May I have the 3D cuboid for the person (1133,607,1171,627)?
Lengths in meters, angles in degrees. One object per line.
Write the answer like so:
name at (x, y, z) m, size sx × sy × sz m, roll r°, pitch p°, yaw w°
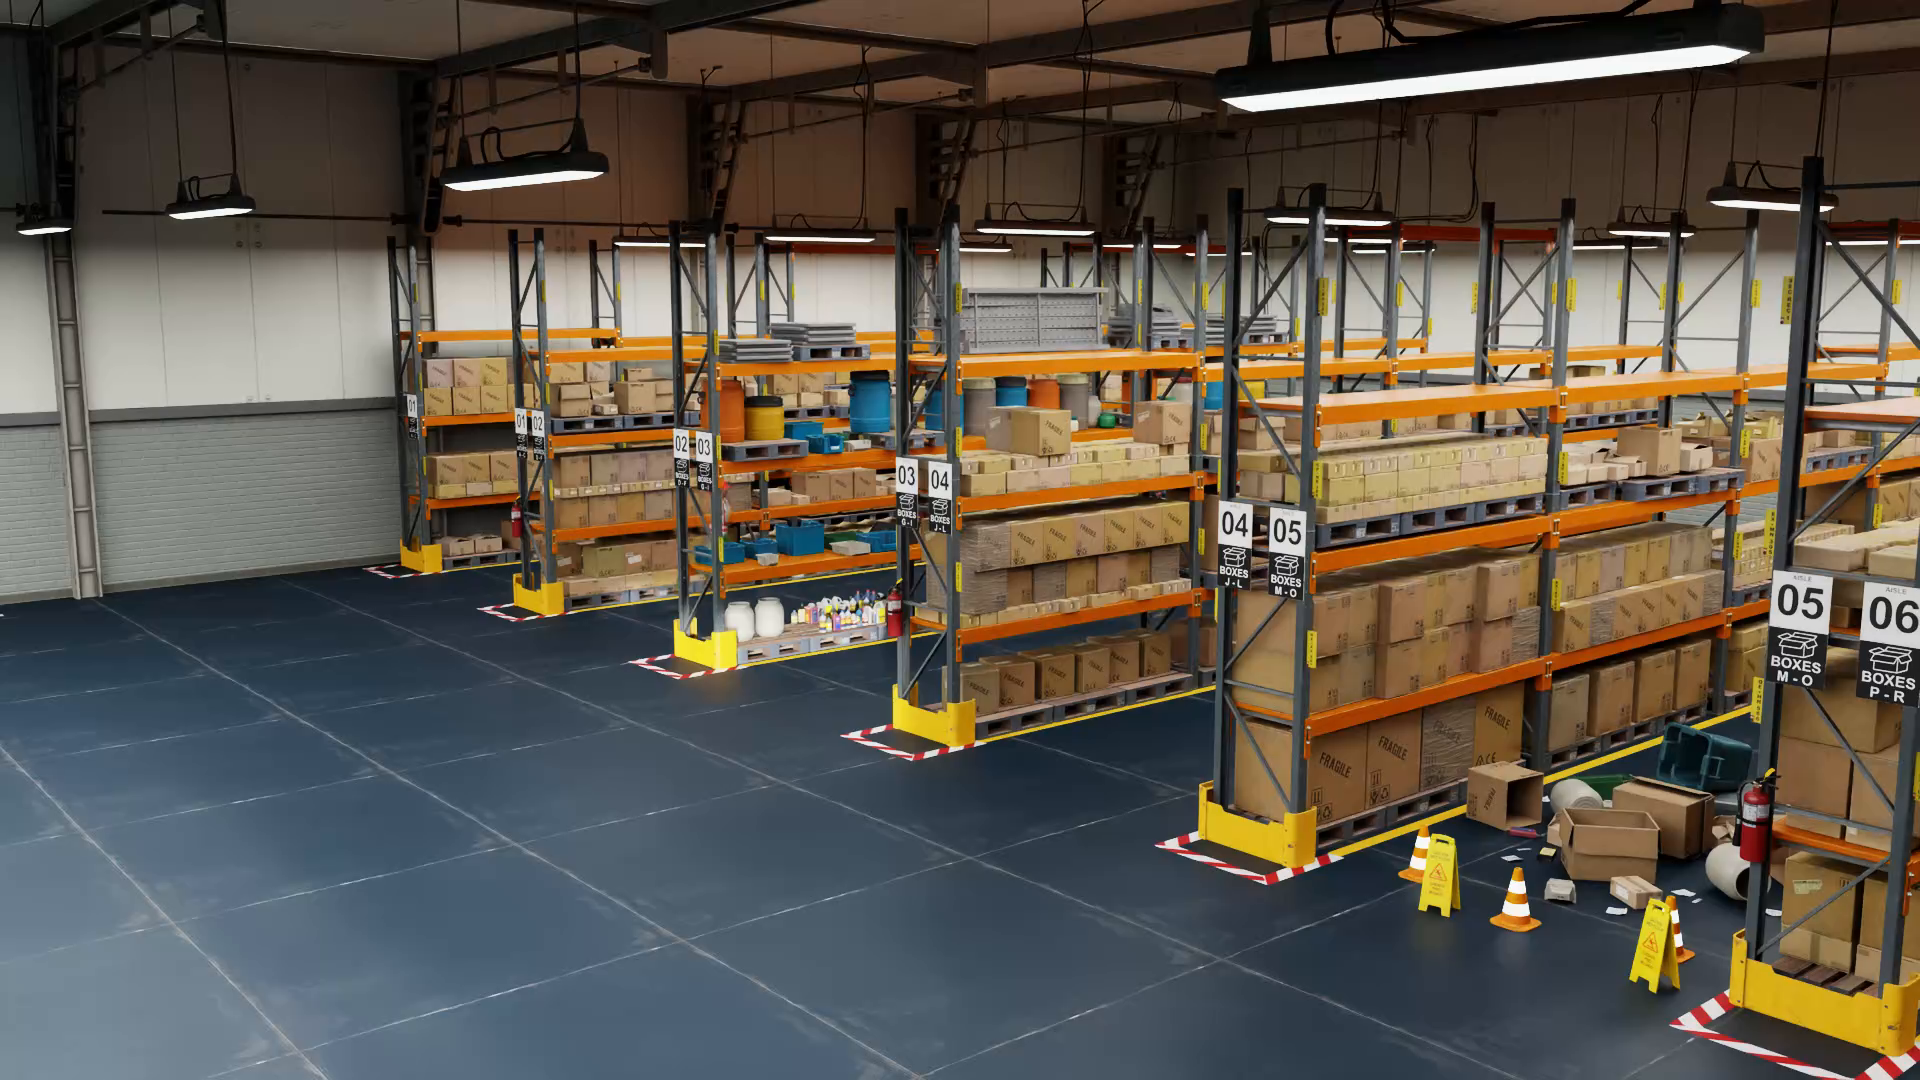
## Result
person at (2.783, 0.344, 23.899) m, size 0.971 × 1.725 × 0.638 m, roll -8°, pitch 12°, yaw -42°

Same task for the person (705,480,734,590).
person at (-3.851, -0.067, 26.552) m, size 0.437 × 1.826 × 0.556 m, roll -1°, pitch 9°, yaw -6°
